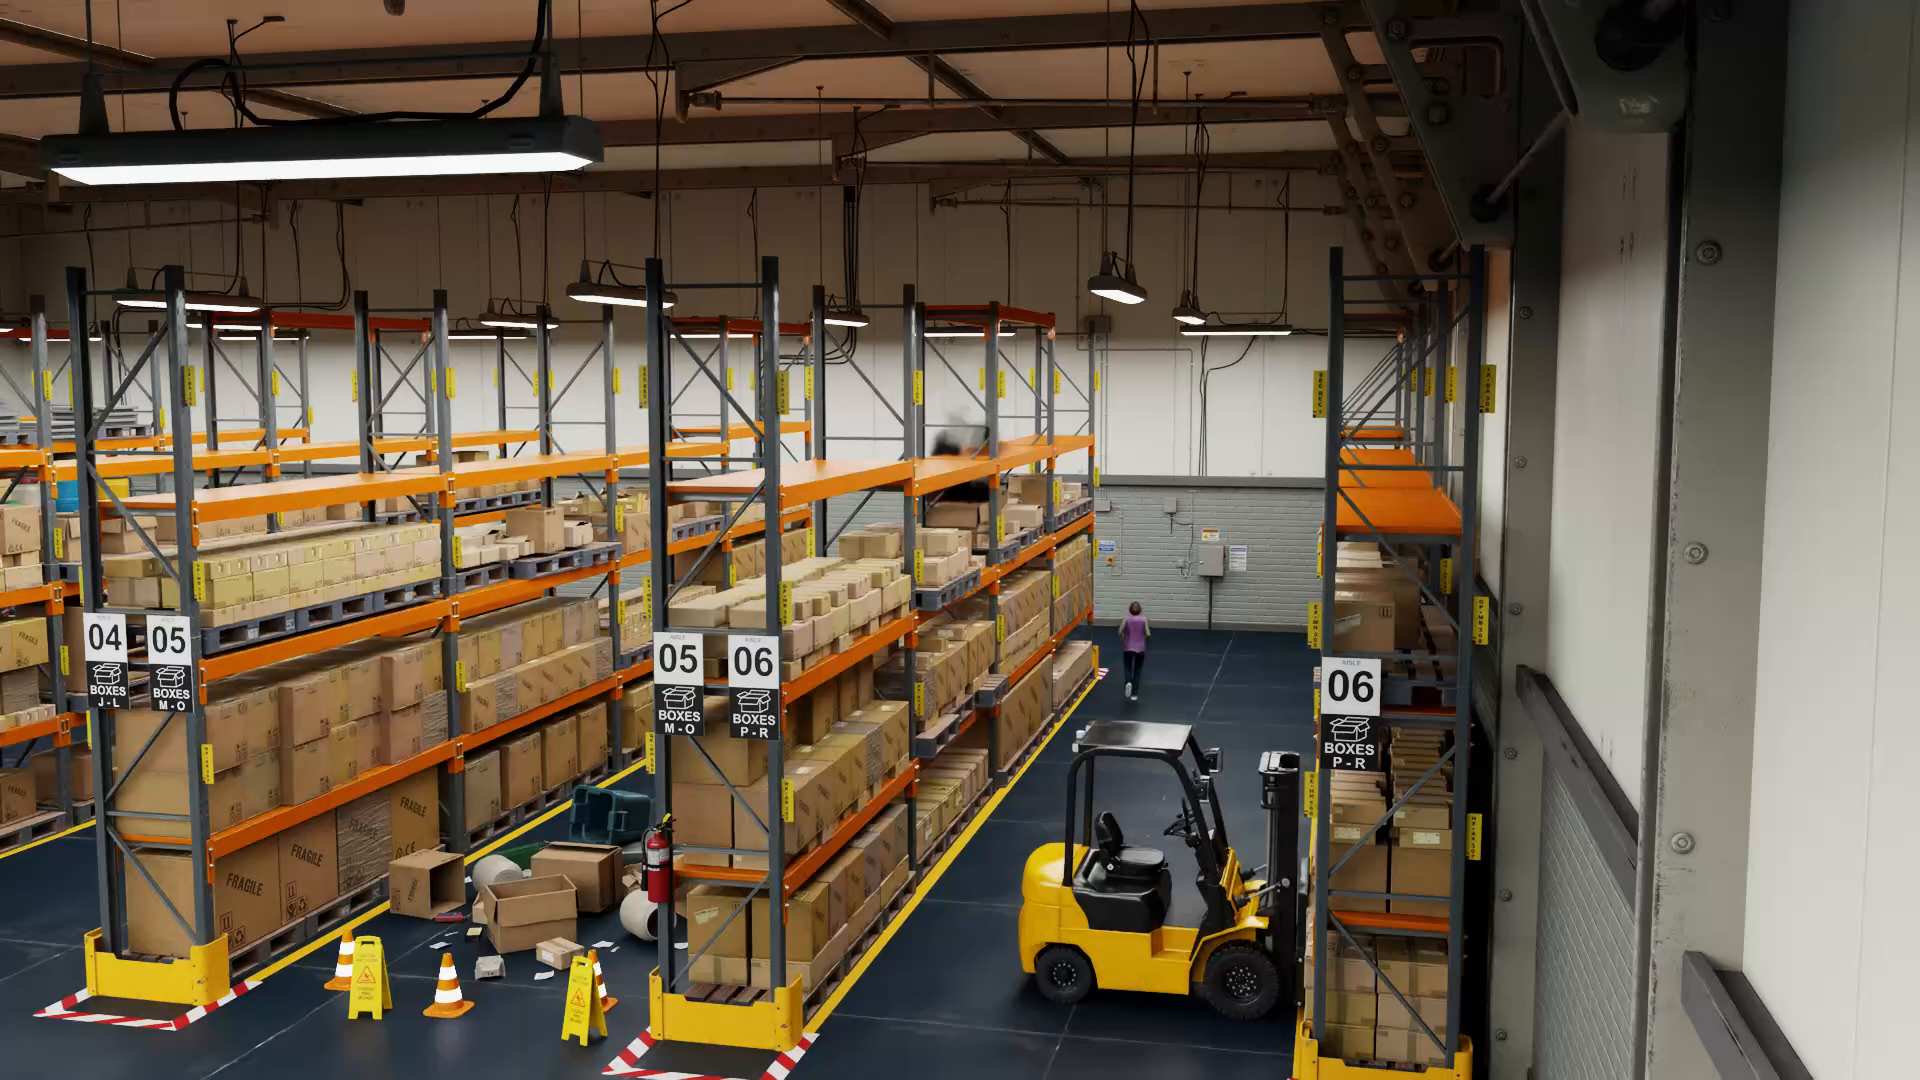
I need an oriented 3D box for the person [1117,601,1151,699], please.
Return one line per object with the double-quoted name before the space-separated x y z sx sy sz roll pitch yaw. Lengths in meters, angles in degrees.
"person" 2.749 1.729 26.281 0.526 1.556 0.536 1 6 6
